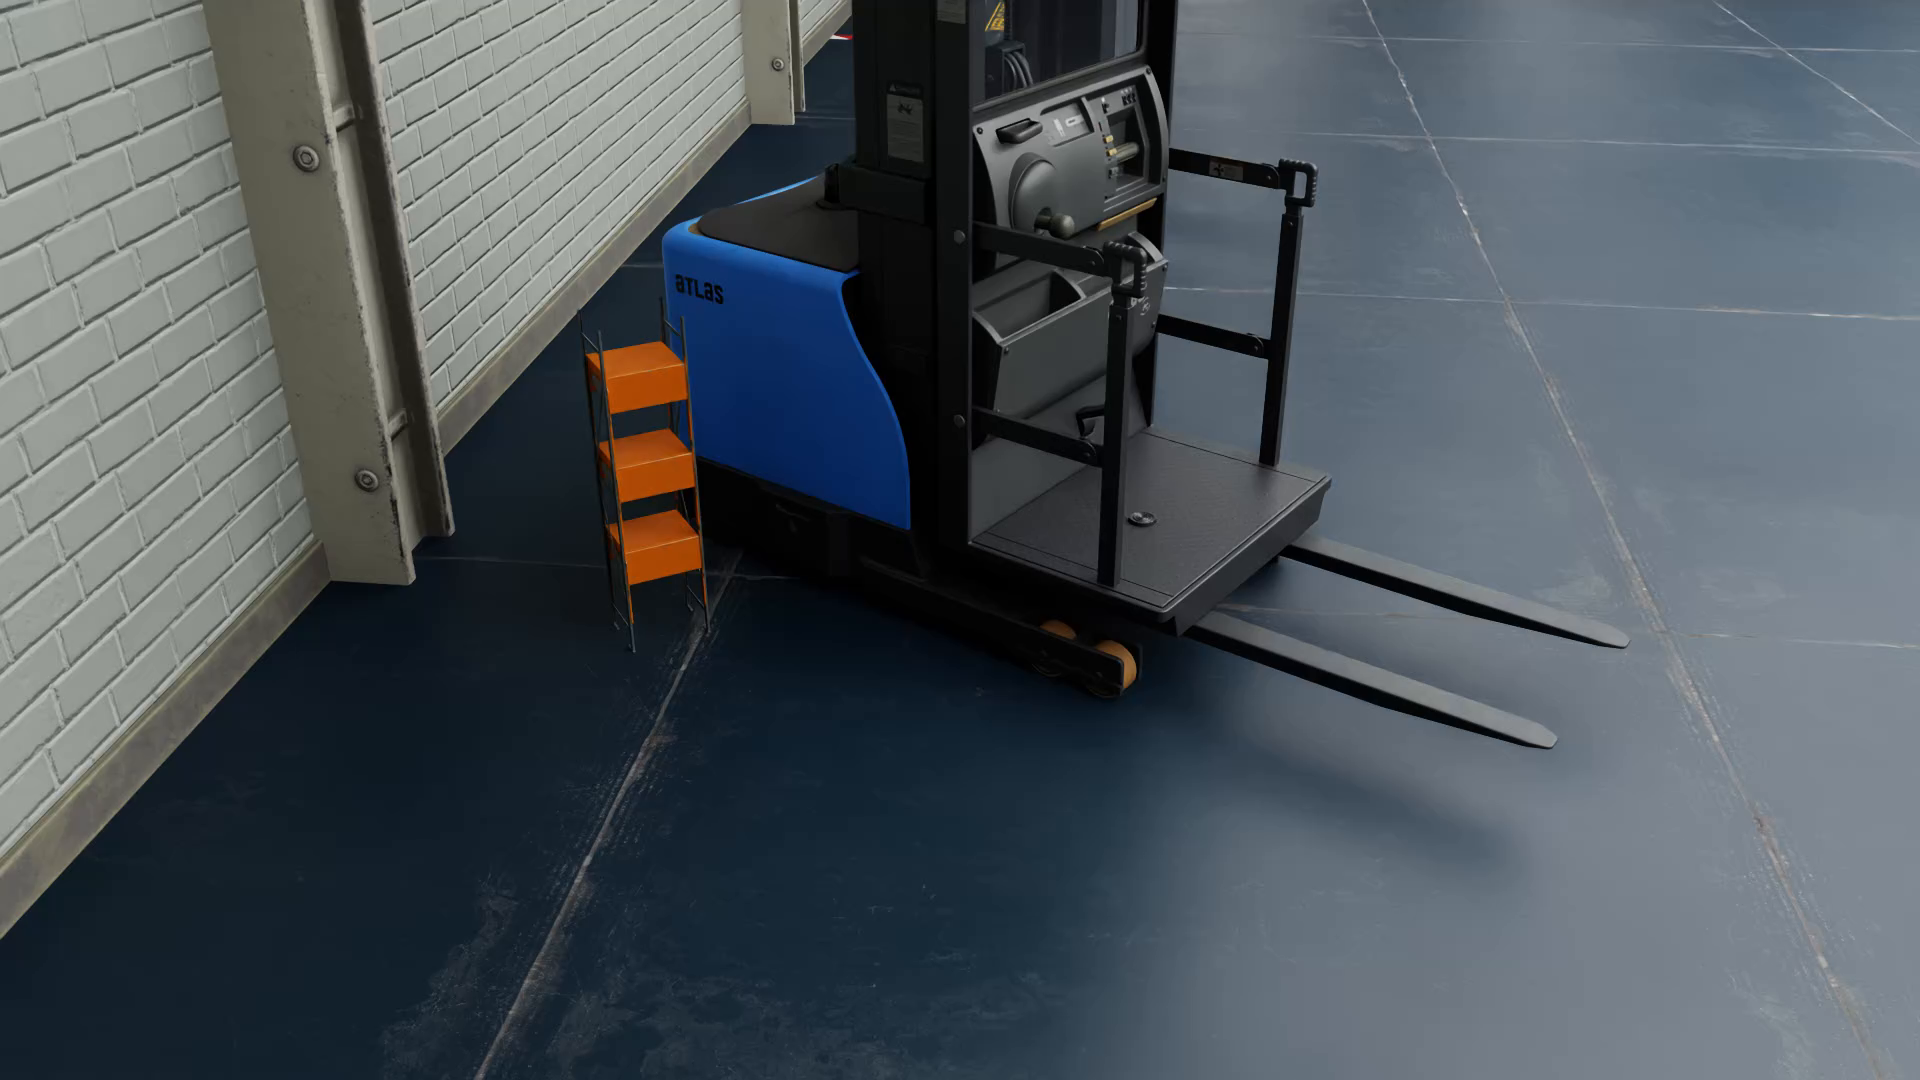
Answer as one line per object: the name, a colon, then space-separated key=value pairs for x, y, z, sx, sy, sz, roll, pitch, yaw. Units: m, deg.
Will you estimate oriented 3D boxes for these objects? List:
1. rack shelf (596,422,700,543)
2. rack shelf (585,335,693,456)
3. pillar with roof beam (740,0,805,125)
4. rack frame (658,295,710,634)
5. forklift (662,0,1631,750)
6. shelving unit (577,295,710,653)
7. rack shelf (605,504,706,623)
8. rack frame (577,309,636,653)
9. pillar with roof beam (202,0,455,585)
rack shelf: x=-0.940 y=-0.175 z=4.990 sx=0.240 sy=0.259 sz=0.215 roll=-14 pitch=31 yaw=-25
rack shelf: x=-0.940 y=-0.425 z=4.856 sx=0.240 sy=0.259 sz=0.215 roll=-14 pitch=31 yaw=-25
pillar with roof beam: x=3.067 y=-6.489 z=8.307 sx=9.100 sy=9.000 sz=0.400 roll=3 pitch=28 yaw=6
rack frame: x=-0.832 y=-0.212 z=5.036 sx=0.008 sy=1.050 sz=0.200 roll=-14 pitch=31 yaw=-25
forklift: x=0.506 y=-1.112 z=4.724 sx=3.031 sy=2.935 sz=1.130 roll=19 pitch=34 yaw=32
shelving unit: x=-0.940 y=-0.184 z=4.985 sx=0.252 sy=1.050 sz=0.215 roll=-14 pitch=31 yaw=-25
rack shelf: x=-0.940 y=0.070 z=5.122 sx=0.240 sy=0.259 sz=0.215 roll=-14 pitch=31 yaw=-25
rack frame: x=-1.047 y=-0.157 z=4.934 sx=0.008 sy=1.050 sz=0.200 roll=-14 pitch=31 yaw=-25
pillar with roof beam: x=2.332 y=-3.665 z=3.065 sx=9.100 sy=9.000 sz=0.400 roll=3 pitch=28 yaw=6
